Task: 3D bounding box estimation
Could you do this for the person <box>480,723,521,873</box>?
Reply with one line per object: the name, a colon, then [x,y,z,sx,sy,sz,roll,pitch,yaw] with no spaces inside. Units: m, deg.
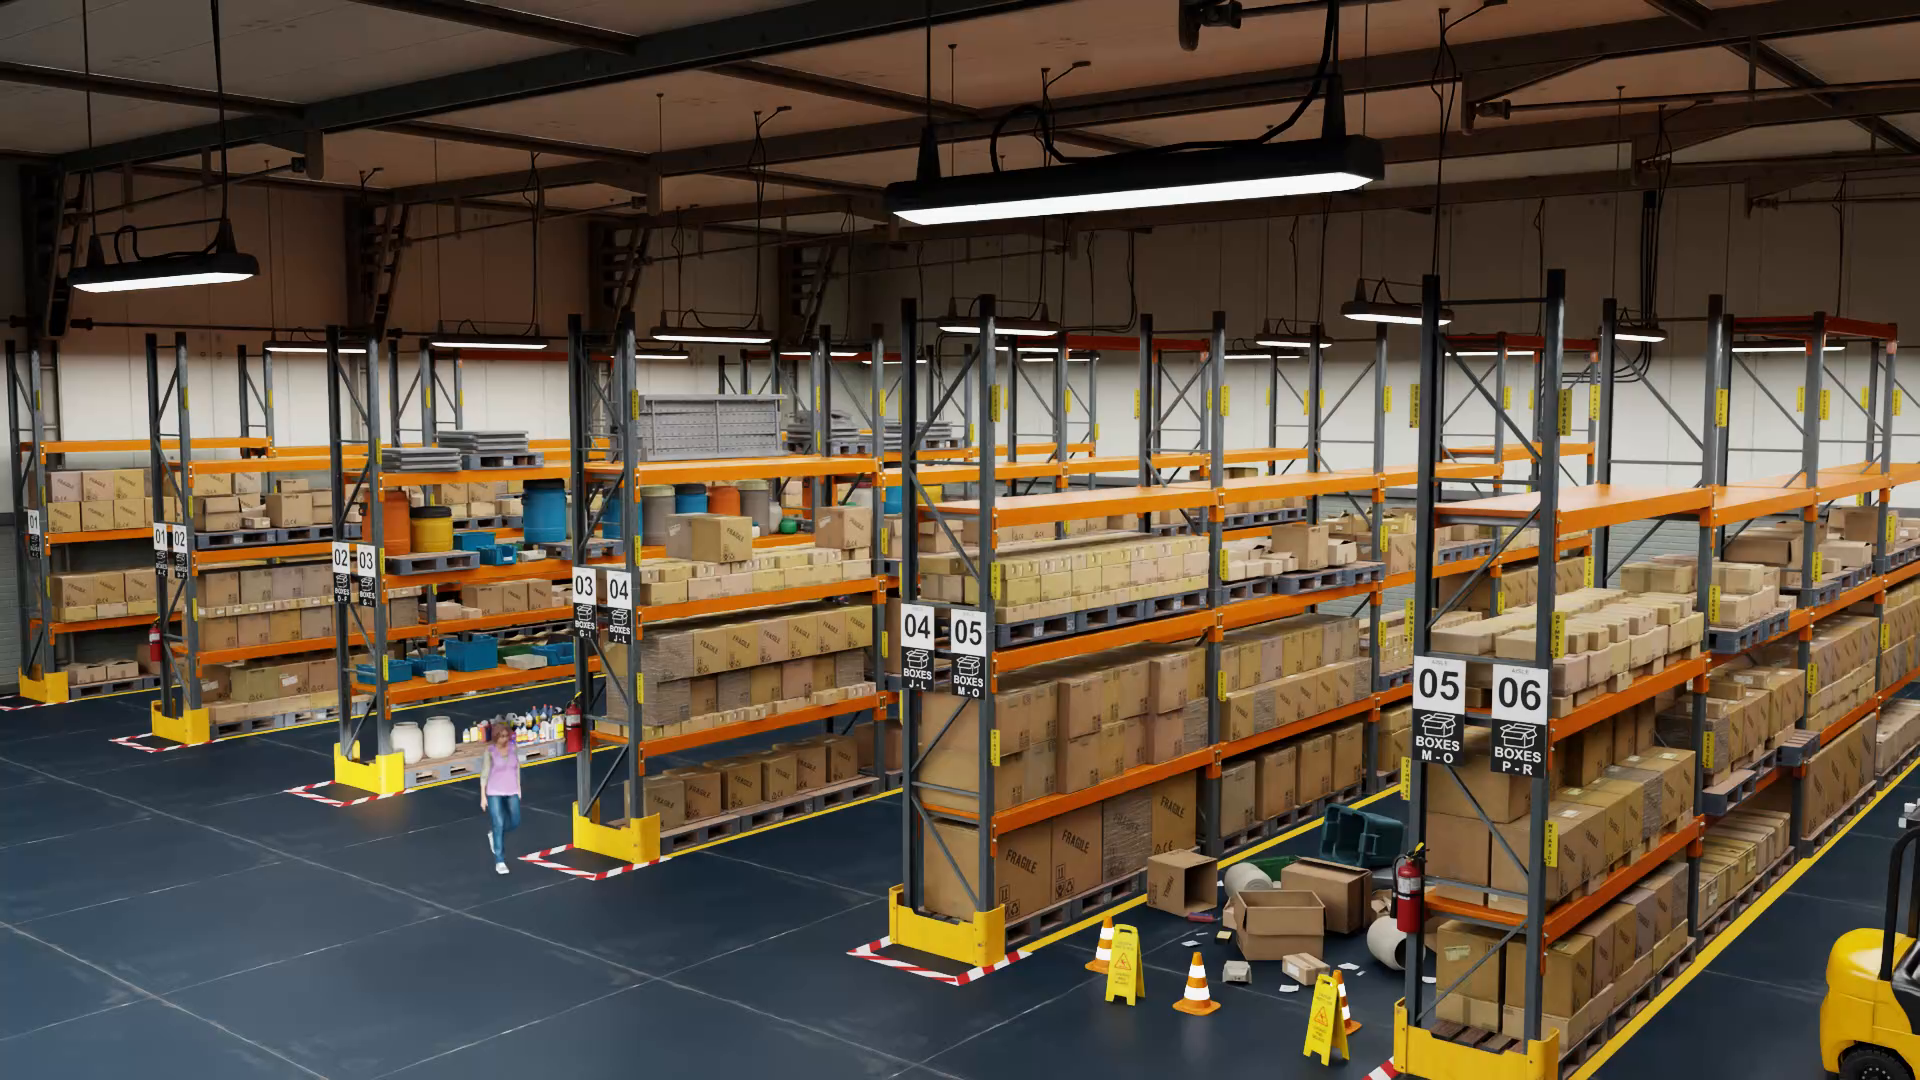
person: [-4.978,2.753,18.023,0.454,1.574,0.754,-4,7,-39]
